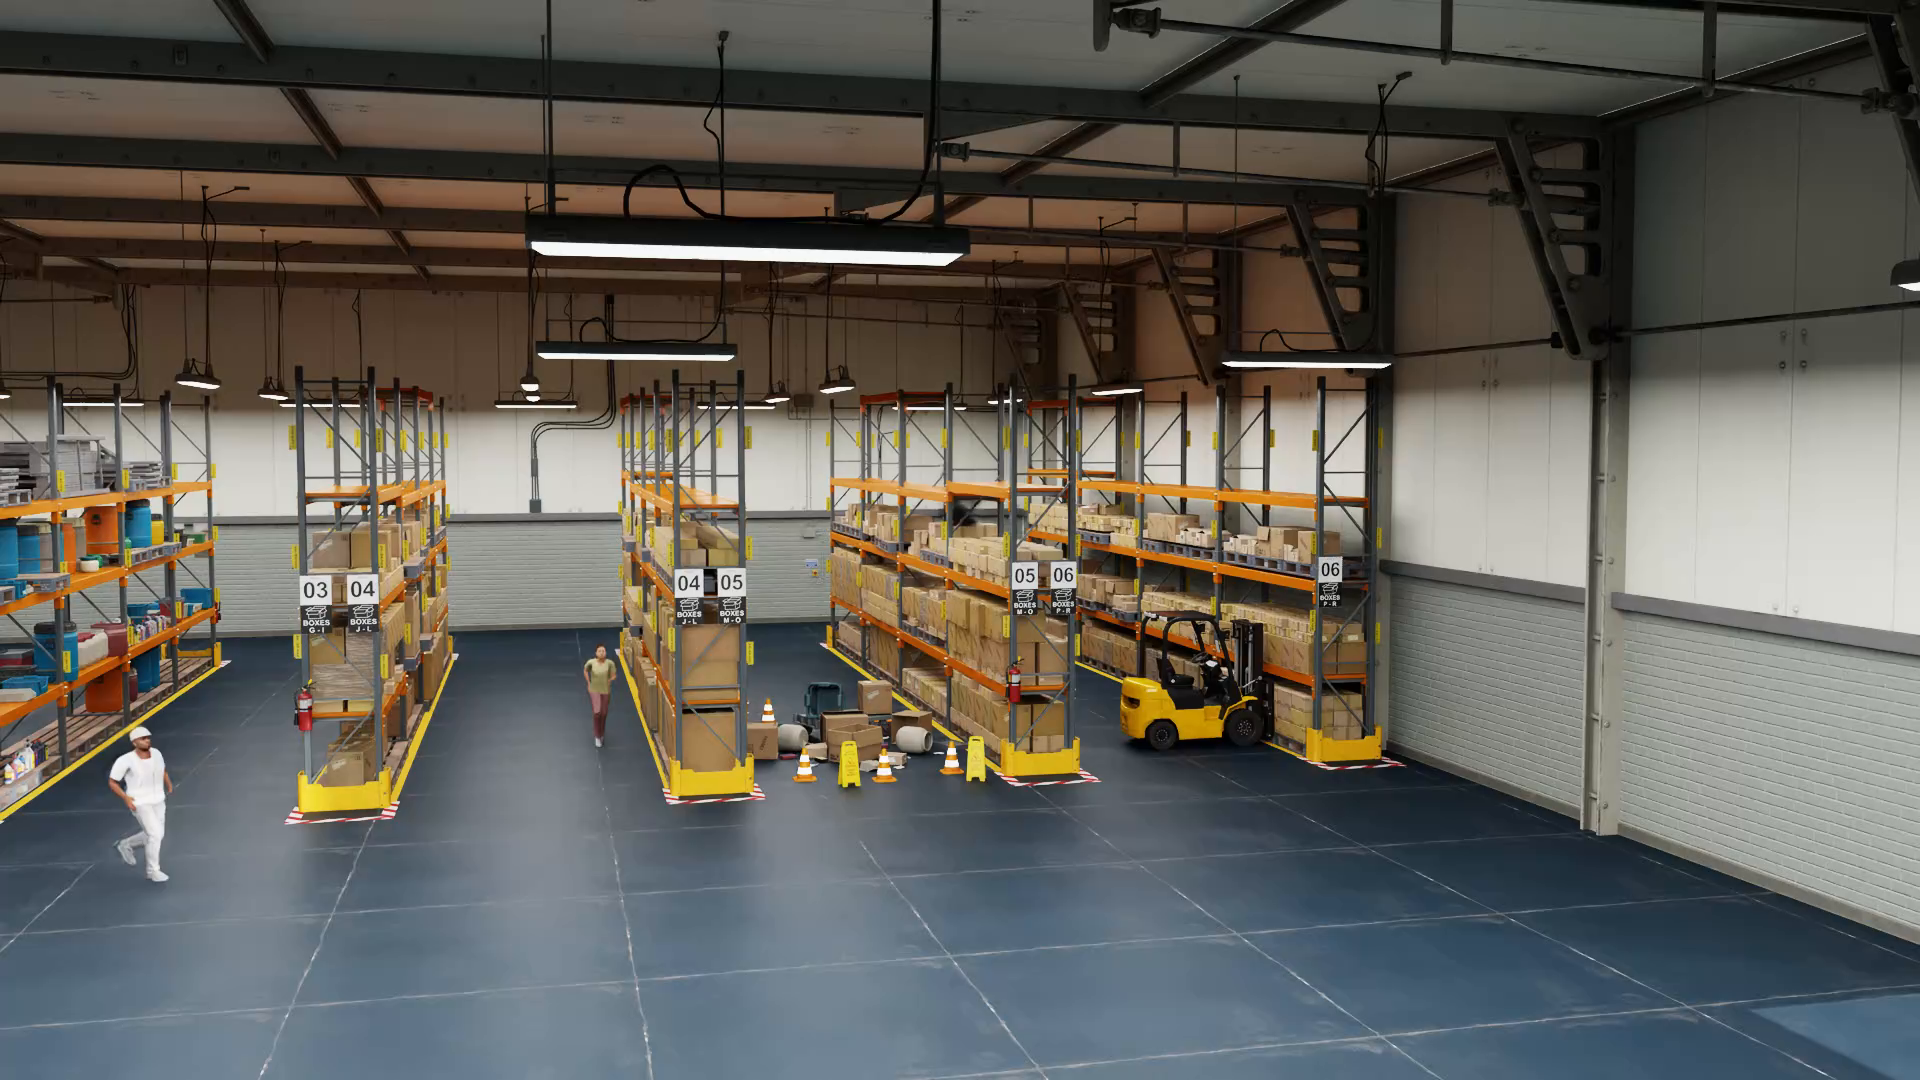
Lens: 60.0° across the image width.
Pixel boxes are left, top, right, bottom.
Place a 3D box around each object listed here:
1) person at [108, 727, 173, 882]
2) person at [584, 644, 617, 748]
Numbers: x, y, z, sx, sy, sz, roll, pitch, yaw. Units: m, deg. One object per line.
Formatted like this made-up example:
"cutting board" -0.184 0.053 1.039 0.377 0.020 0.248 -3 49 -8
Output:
"person" -9.356 3.003 19.036 0.751 1.754 0.692 1 4 22
"person" -5.916 2.547 27.410 0.493 1.700 0.799 -1 4 -24
